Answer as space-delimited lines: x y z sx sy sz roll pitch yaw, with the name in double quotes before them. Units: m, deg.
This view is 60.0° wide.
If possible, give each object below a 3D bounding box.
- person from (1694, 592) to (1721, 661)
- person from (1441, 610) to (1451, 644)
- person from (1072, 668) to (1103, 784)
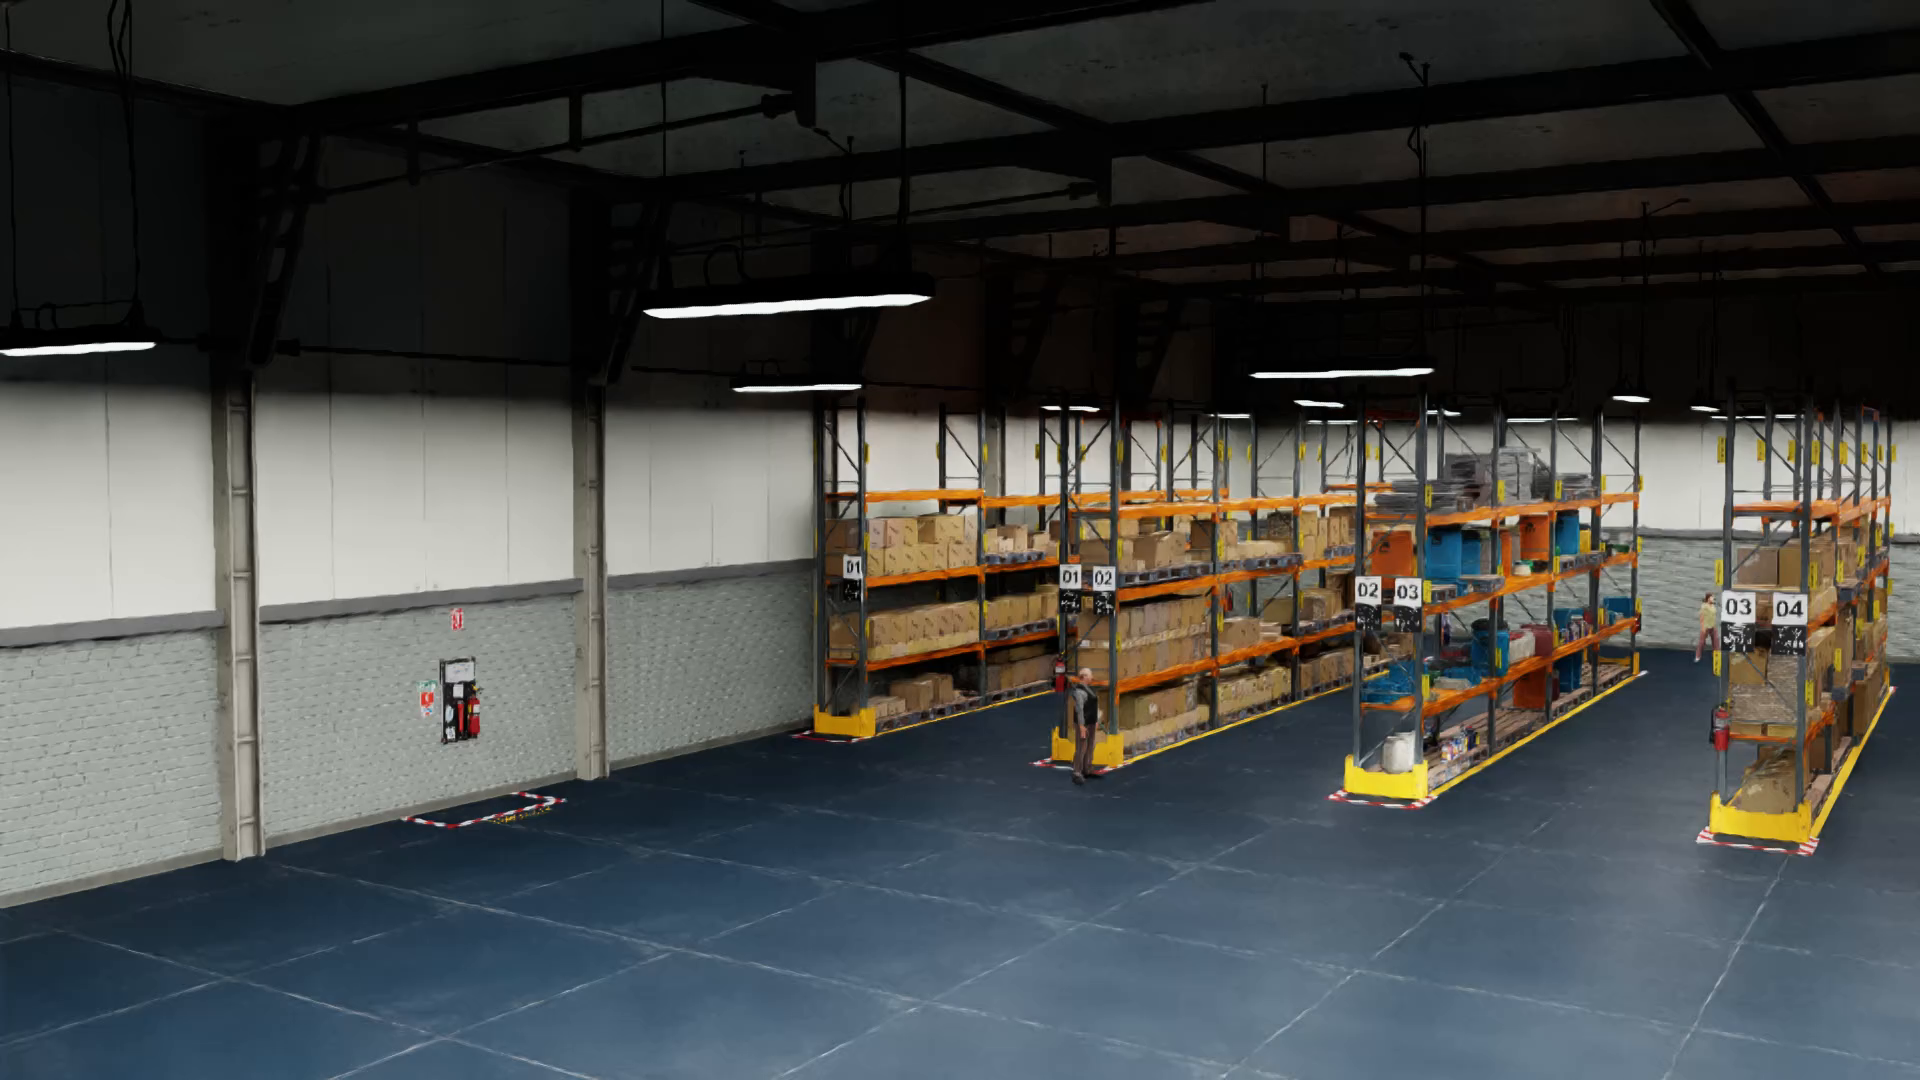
"person" 17.944 2.084 39.766 0.688 1.634 0.566 -1 3 -20
"person" 10.725 2.228 36.939 0.379 1.649 0.611 1 3 19
"person" 1.919 2.796 25.220 0.389 1.732 0.661 1 3 23
